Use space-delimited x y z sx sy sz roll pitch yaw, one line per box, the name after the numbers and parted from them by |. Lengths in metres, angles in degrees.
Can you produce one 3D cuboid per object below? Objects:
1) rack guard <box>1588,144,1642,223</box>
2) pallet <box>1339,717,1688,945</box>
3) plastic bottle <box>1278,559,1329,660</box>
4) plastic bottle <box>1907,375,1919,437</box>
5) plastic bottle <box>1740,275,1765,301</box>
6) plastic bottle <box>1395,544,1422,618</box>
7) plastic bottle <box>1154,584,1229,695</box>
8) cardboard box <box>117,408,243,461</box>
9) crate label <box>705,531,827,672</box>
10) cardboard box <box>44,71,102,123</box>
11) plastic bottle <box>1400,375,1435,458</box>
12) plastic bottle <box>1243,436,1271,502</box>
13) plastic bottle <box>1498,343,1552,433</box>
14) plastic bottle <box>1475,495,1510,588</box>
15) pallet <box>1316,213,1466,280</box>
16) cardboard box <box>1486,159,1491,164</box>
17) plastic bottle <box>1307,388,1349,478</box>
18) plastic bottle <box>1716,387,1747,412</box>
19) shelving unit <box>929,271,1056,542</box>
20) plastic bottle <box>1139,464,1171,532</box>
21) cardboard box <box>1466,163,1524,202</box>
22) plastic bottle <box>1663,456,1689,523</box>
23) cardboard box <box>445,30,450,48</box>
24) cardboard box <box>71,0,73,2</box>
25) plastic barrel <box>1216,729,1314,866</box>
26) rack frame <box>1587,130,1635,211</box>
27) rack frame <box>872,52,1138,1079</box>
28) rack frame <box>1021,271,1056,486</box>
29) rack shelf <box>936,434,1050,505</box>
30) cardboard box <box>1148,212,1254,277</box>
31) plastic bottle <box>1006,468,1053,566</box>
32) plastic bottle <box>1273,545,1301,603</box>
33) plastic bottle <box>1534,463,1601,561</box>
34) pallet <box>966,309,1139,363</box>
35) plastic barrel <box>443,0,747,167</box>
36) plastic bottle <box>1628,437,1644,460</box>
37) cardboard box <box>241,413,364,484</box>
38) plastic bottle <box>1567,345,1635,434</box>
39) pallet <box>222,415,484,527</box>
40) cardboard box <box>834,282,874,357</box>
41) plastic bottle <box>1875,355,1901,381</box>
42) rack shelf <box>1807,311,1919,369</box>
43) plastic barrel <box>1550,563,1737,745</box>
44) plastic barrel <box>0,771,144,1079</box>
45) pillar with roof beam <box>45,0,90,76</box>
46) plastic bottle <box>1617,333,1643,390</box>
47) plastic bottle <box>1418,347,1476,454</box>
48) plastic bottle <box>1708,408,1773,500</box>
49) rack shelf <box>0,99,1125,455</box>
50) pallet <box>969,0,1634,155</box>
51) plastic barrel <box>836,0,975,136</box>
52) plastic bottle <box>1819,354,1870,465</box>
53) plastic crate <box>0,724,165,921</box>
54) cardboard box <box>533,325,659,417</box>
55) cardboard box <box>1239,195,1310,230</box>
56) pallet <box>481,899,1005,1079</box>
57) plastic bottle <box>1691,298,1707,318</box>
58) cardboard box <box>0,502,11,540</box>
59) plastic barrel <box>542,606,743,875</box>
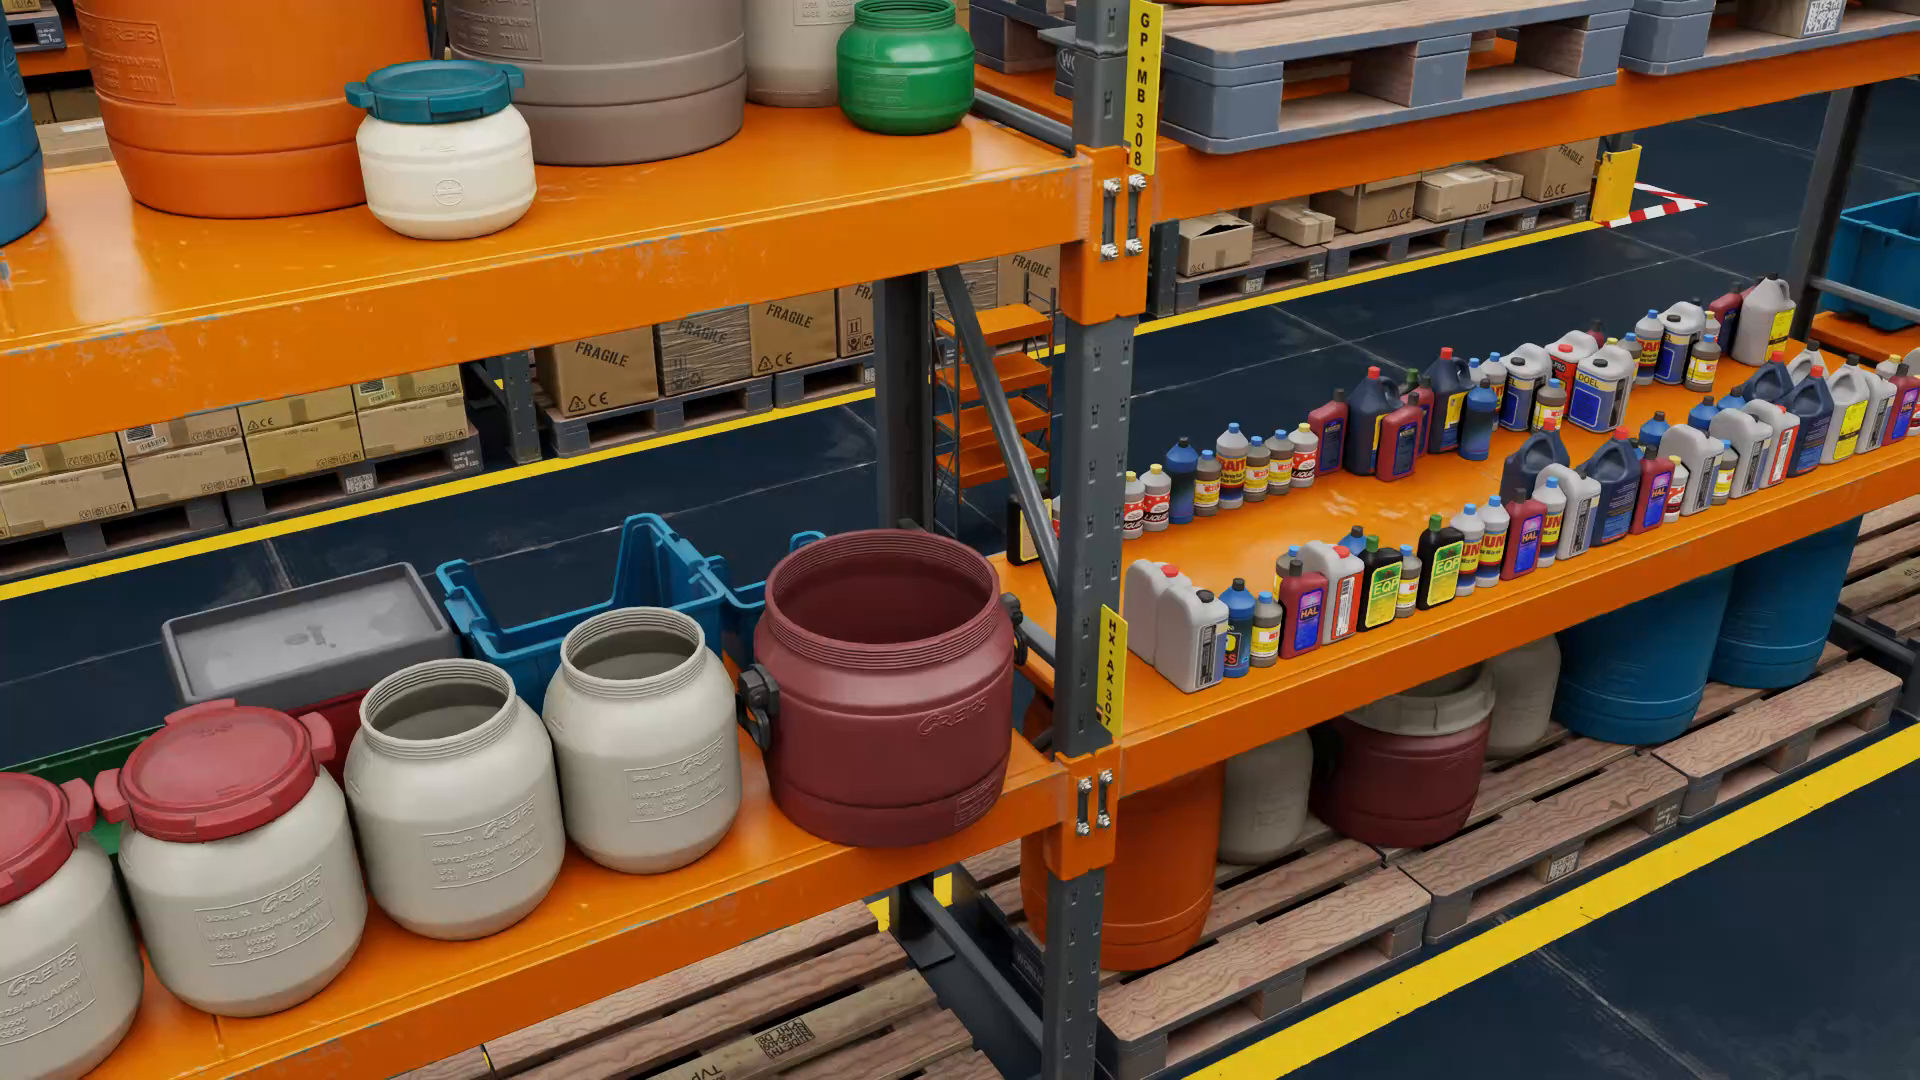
4.397 -2.754 12.223 0.348 0.500 1.175 -16 33 -26 | rack guard
1.781 0.869 5.956 1.213 0.211 1.003 -16 33 -26 | pallet
0.915 0.174 4.451 0.133 0.283 0.061 -16 33 -26 | plastic bottle
3.258 -0.466 5.695 0.097 0.201 0.097 0 29 0 | plastic bottle
2.988 -0.860 6.325 0.133 0.283 0.061 -16 33 -26 | plastic bottle
1.236 0.108 4.655 0.097 0.201 0.097 0 29 0 | plastic bottle
0.609 0.239 4.341 0.135 0.276 0.152 -16 33 -26 | plastic bottle
-3.643 -0.651 7.656 0.500 0.311 0.500 -16 33 -27 | cardboard box
-0.481 0.176 4.500 0.416 0.233 0.303 -16 33 -26 | crate label
-6.065 -3.087 11.594 0.500 0.250 0.500 -15 32 -25 | cardboard box
1.495 -0.402 5.495 0.133 0.283 0.061 -16 33 -26 | plastic bottle
0.932 -0.230 5.269 0.097 0.201 0.097 0 29 0 | plastic bottle
1.930 -0.531 5.736 0.135 0.276 0.152 -16 33 -26 | plastic bottle
1.519 -0.002 4.783 0.097 0.271 0.097 0 29 0 | plastic bottle
2.660 -2.135 11.401 1.213 0.211 1.003 -16 33 -26 | pallet
3.712 -2.799 12.194 0.250 0.166 0.380 -16 33 -26 | cardboard box
1.190 -0.350 5.400 0.133 0.283 0.061 -16 33 -26 | plastic bottle
2.515 -0.371 5.450 0.097 0.271 0.097 0 29 0 | plastic bottle
0.143 -0.566 7.534 0.503 1.200 0.258 -16 33 -26 | shelving unit
0.596 -0.135 5.096 0.097 0.201 0.097 0 29 0 | plastic bottle
3.724 -2.522 11.692 0.250 0.166 0.380 -16 33 -26 | cardboard box
2.192 -0.163 5.147 0.097 0.201 0.097 0 29 0 | plastic bottle
-3.488 -3.551 12.871 0.750 0.750 0.750 -16 33 -27 | cardboard box
-5.816 -3.941 11.227 0.500 0.500 0.700 -19 34 -31 | cardboard box
0.926 0.759 5.411 0.421 0.512 0.421 0 29 0 | plastic barrel
4.463 -3.867 11.653 0.127 3.000 1.000 -16 33 -26 | rack frame
0.072 0.156 4.364 0.127 3.000 1.000 -16 33 -26 | rack frame
0.353 -0.626 7.642 0.015 1.200 0.240 -16 33 -26 | rack frame
0.143 -0.333 7.662 0.480 0.148 0.258 -16 33 -26 | rack shelf
1.486 -1.916 10.445 0.500 0.311 0.500 -16 33 -26 | cardboard box
0.204 -0.070 4.893 0.133 0.283 0.061 -16 33 -26 | plastic bottle
0.928 0.111 4.651 0.097 0.201 0.097 0 29 0 | plastic bottle
1.804 -0.101 4.957 0.135 0.276 0.152 -16 33 -26 | plastic bottle
0.332 -1.452 10.163 1.213 0.211 1.003 -16 33 -26 | pallet
-0.746 -1.267 3.317 0.600 0.901 0.600 0 29 0 | plastic barrel
2.047 -0.186 5.116 0.097 0.271 0.097 0 29 0 | plastic bottle
-3.207 -0.531 8.018 0.500 0.250 0.500 -16 33 -27 | cardboard box
2.207 -0.525 5.724 0.135 0.276 0.152 -16 33 -26 | plastic bottle
-3.164 -0.503 8.442 1.213 0.211 1.003 -16 33 -26 | pallet
-0.566 -1.380 9.279 0.500 0.500 0.500 -17 33 -28 | cardboard box
3.265 -0.553 5.853 0.097 0.201 0.097 0 29 0 | plastic bottle
5.245 -0.998 7.199 4.000 0.370 1.077 -16 33 -26 | rack shelf
2.432 0.211 6.001 0.708 0.901 0.600 -16 33 -26 | plastic barrel
-1.809 0.753 3.141 0.433 0.535 0.433 0 29 0 | plastic barrel
-4.325 -4.847 7.219 0.400 9.000 9.100 -16 33 -26 | pillar with roof beam
2.415 -0.652 6.032 0.097 0.201 0.097 0 29 0 | plastic bottle
1.622 -0.479 5.564 0.185 0.351 0.144 -16 33 -26 | plastic bottle
2.479 -0.292 5.303 0.135 0.276 0.152 -16 33 -26 | plastic bottle
-1.653 -0.353 2.925 4.000 0.370 1.077 -16 33 -26 | rack shelf
0.781 -1.221 3.950 1.213 0.211 1.003 -16 33 -26 | pallet
-0.115 -1.008 3.528 0.294 0.245 0.294 0 29 0 | plastic barrel
2.894 -0.441 5.495 0.185 0.351 0.144 -16 33 -26 | plastic bottle
-2.019 0.684 3.626 0.662 0.188 0.450 -16 33 -26 | plastic crate
-1.897 -0.999 8.588 0.500 0.500 0.500 -14 32 -24 | cardboard box
2.008 -2.345 11.221 0.500 0.311 0.500 -16 33 -26 | cardboard box
-0.616 1.550 4.723 1.213 0.211 1.003 -16 33 -26 | pallet
2.699 -0.763 6.161 0.097 0.271 0.097 0 29 0 | plastic bottle
-4.523 -0.158 7.342 0.500 0.250 0.500 -17 33 -28 | cardboard box
-0.707 0.447 3.719 0.421 0.512 0.421 0 29 0 | plastic barrel
